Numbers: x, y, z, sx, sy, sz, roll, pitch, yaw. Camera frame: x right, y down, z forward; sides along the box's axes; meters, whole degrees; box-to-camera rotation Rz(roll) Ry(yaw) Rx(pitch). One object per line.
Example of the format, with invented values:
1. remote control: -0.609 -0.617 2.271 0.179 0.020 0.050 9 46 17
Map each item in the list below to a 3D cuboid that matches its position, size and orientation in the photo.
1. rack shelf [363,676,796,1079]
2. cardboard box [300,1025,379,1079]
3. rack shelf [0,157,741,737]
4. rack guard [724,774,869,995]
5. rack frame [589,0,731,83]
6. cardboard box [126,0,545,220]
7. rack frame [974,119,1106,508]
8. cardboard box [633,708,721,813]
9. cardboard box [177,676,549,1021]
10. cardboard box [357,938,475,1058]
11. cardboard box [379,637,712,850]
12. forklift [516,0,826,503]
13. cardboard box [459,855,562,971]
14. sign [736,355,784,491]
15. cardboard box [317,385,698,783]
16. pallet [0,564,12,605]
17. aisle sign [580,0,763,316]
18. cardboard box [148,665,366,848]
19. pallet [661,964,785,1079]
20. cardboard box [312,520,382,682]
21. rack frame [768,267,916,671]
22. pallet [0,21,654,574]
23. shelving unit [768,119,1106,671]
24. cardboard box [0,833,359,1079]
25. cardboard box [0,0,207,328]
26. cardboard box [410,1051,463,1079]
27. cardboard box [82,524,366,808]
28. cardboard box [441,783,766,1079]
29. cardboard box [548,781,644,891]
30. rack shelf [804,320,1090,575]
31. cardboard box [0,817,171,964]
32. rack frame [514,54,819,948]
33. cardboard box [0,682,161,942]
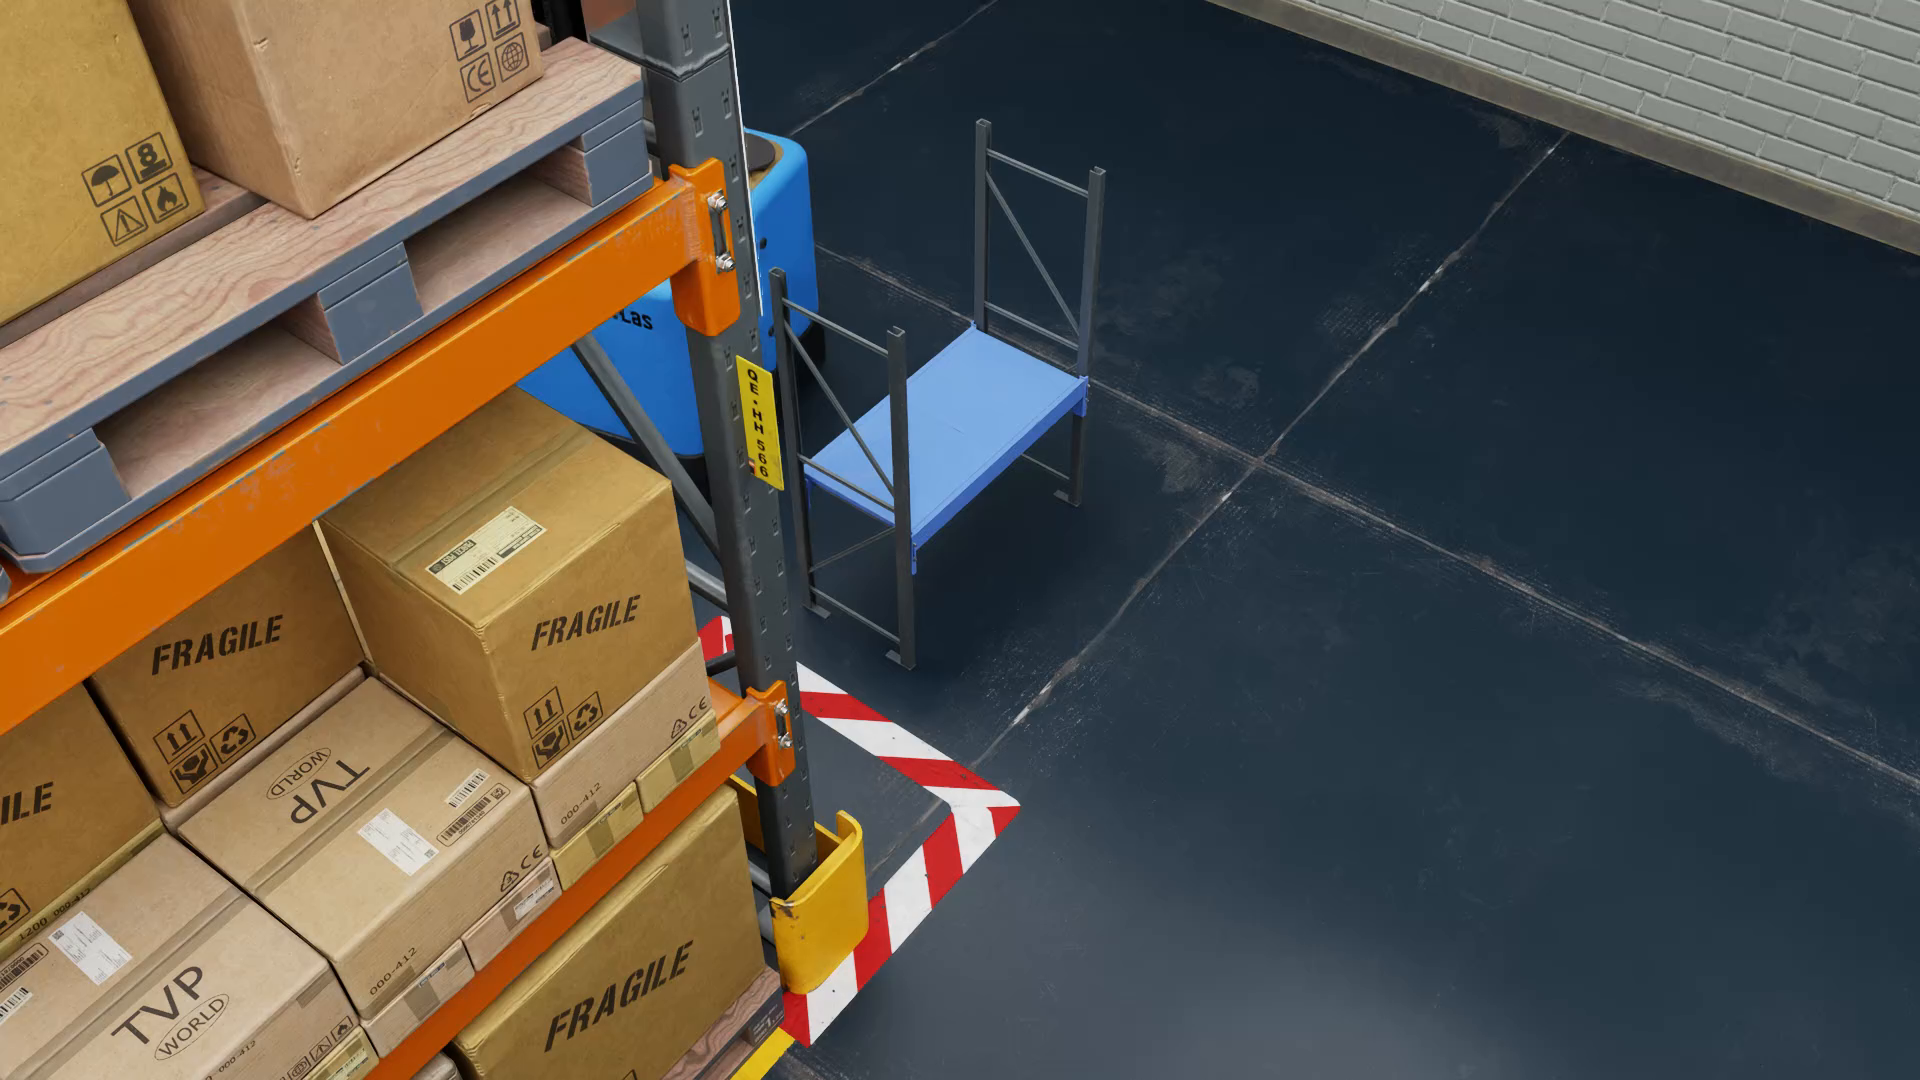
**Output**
1. rack shelf: -2.059 1.388 3.347 1.077 0.370 4.000 29 53 25
2. cardboard box: -1.416 1.016 3.378 0.380 0.149 0.250 28 52 24
3. rack shelf: -2.059 0.352 2.262 1.077 0.370 4.000 29 53 25
4. rack guard: -0.821 0.845 5.097 1.175 0.500 0.348 29 53 25
5. rack frame: -0.836 -2.077 2.011 1.000 3.000 0.127 29 53 25
6. cardboard box: -1.111 -0.934 2.564 0.700 0.500 0.500 26 52 23
7. rack frame: 0.259 -0.760 5.939 0.500 1.500 0.032 29 53 25
8. cardboard box: -0.793 0.431 3.937 0.380 0.149 0.250 30 53 26
9. cardboard box: -1.233 0.629 3.473 0.500 0.250 0.500 28 53 24
10. cardboard box: -1.259 0.867 3.521 0.380 0.149 0.250 30 53 26
11. cardboard box: -0.922 0.339 3.750 0.500 0.250 0.500 28 53 24
12. forklift: -2.117 -1.860 5.999 3.031 2.935 1.130 18 49 16
13. cardboard box: -1.106 0.725 3.657 0.380 0.149 0.250 29 53 25
14. sign: -0.415 -0.239 3.439 0.100 0.325 0.005 29 53 25
15. cardboard box: -0.926 0.080 3.478 0.500 0.500 0.500 30 53 25
16. pallet: -2.027 0.120 2.048 1.003 0.211 1.213 29 53 25
17. aisle sign: -0.554 -0.811 3.153 0.394 0.787 0.004 29 53 25
18. cardboard box: -1.655 0.400 3.691 0.500 0.250 0.500 29 53 25
19. pallet: -1.263 1.451 4.718 1.003 0.211 1.213 29 53 25
20. cardboard box: -1.343 0.100 3.978 0.500 0.250 0.500 28 52 24
21. rack frame: -0.363 -0.178 5.383 0.500 1.500 0.032 29 53 25
22. pallet: -1.281 -0.581 2.718 1.003 0.211 1.213 29 53 25
23. shelving unit: -0.052 -0.469 5.661 0.538 1.500 1.048 29 53 25
24. cardboard box: -1.544 0.920 3.194 0.500 0.250 0.500 27 52 24
25. cardboard box: -1.551 -0.665 2.308 0.700 0.500 0.500 27 52 24
26. cardboard box: -1.720 1.506 3.916 0.875 0.875 0.875 29 53 25
27. cardboard box: -1.649 0.127 3.434 0.500 0.500 0.500 28 52 24
28. cardboard box: -1.164 0.986 4.413 0.875 0.875 0.875 29 53 25
29. cardboard box: -0.951 0.581 3.794 0.380 0.149 0.250 30 53 25
30. rack shelf: -0.052 -0.345 5.791 0.538 0.185 1.000 29 53 25
31. cardboard box: -1.966 0.686 3.418 0.500 0.250 0.500 28 52 24
32. rack frame: -0.836 -0.005 4.180 1.000 3.000 0.127 29 53 25
33. cardboard box: -1.961 0.426 3.148 0.500 0.500 0.500 28 52 24
